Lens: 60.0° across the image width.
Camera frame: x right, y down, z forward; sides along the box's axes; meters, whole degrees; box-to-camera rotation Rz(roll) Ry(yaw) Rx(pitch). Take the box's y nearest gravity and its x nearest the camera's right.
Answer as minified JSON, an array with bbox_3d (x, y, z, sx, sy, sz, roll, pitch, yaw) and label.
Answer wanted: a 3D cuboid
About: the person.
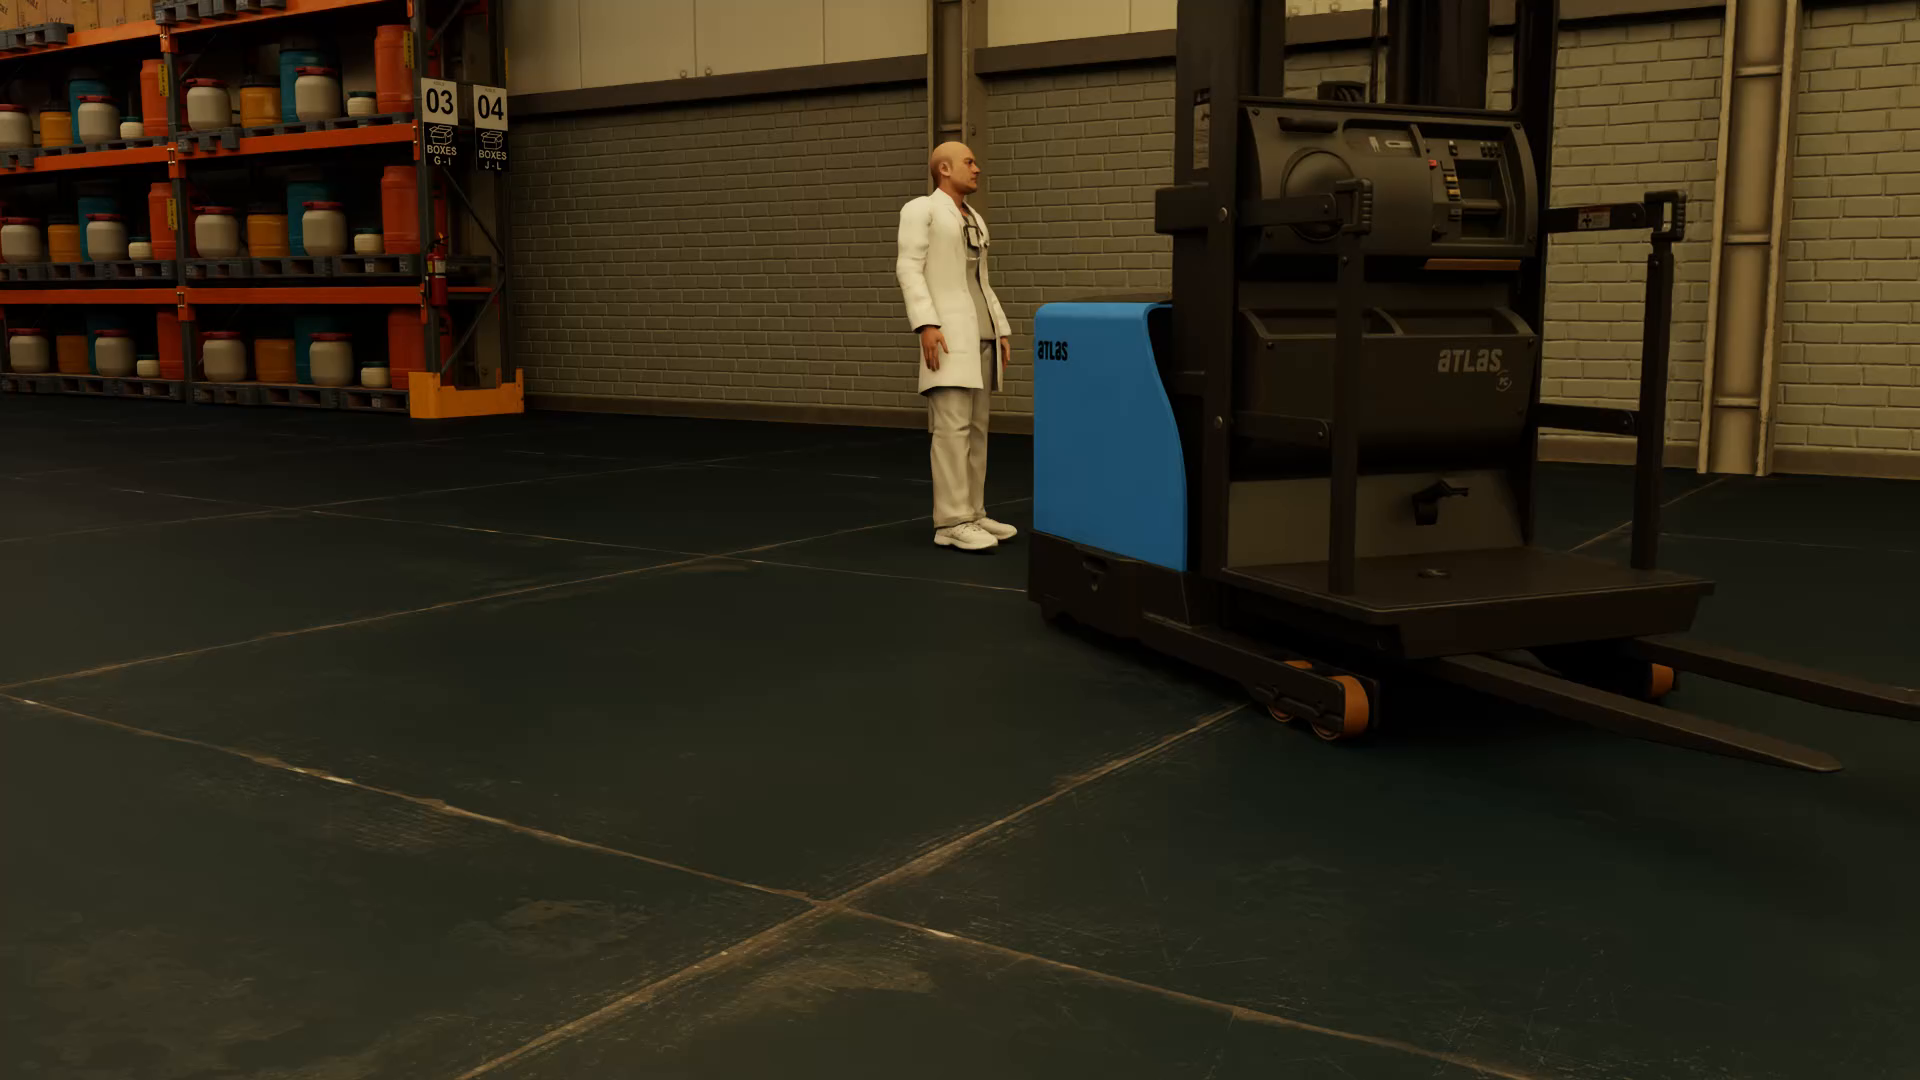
[{"bbox_3d":[0.074,-0.880,7.424,0.578,1.777,0.698,5,10,34],"label":"person"}]

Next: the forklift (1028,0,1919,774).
[{"bbox_3d":[1.284,-1.022,4.378,1.130,2.935,3.031,-4,9,-23],"label":"forklift"}]
